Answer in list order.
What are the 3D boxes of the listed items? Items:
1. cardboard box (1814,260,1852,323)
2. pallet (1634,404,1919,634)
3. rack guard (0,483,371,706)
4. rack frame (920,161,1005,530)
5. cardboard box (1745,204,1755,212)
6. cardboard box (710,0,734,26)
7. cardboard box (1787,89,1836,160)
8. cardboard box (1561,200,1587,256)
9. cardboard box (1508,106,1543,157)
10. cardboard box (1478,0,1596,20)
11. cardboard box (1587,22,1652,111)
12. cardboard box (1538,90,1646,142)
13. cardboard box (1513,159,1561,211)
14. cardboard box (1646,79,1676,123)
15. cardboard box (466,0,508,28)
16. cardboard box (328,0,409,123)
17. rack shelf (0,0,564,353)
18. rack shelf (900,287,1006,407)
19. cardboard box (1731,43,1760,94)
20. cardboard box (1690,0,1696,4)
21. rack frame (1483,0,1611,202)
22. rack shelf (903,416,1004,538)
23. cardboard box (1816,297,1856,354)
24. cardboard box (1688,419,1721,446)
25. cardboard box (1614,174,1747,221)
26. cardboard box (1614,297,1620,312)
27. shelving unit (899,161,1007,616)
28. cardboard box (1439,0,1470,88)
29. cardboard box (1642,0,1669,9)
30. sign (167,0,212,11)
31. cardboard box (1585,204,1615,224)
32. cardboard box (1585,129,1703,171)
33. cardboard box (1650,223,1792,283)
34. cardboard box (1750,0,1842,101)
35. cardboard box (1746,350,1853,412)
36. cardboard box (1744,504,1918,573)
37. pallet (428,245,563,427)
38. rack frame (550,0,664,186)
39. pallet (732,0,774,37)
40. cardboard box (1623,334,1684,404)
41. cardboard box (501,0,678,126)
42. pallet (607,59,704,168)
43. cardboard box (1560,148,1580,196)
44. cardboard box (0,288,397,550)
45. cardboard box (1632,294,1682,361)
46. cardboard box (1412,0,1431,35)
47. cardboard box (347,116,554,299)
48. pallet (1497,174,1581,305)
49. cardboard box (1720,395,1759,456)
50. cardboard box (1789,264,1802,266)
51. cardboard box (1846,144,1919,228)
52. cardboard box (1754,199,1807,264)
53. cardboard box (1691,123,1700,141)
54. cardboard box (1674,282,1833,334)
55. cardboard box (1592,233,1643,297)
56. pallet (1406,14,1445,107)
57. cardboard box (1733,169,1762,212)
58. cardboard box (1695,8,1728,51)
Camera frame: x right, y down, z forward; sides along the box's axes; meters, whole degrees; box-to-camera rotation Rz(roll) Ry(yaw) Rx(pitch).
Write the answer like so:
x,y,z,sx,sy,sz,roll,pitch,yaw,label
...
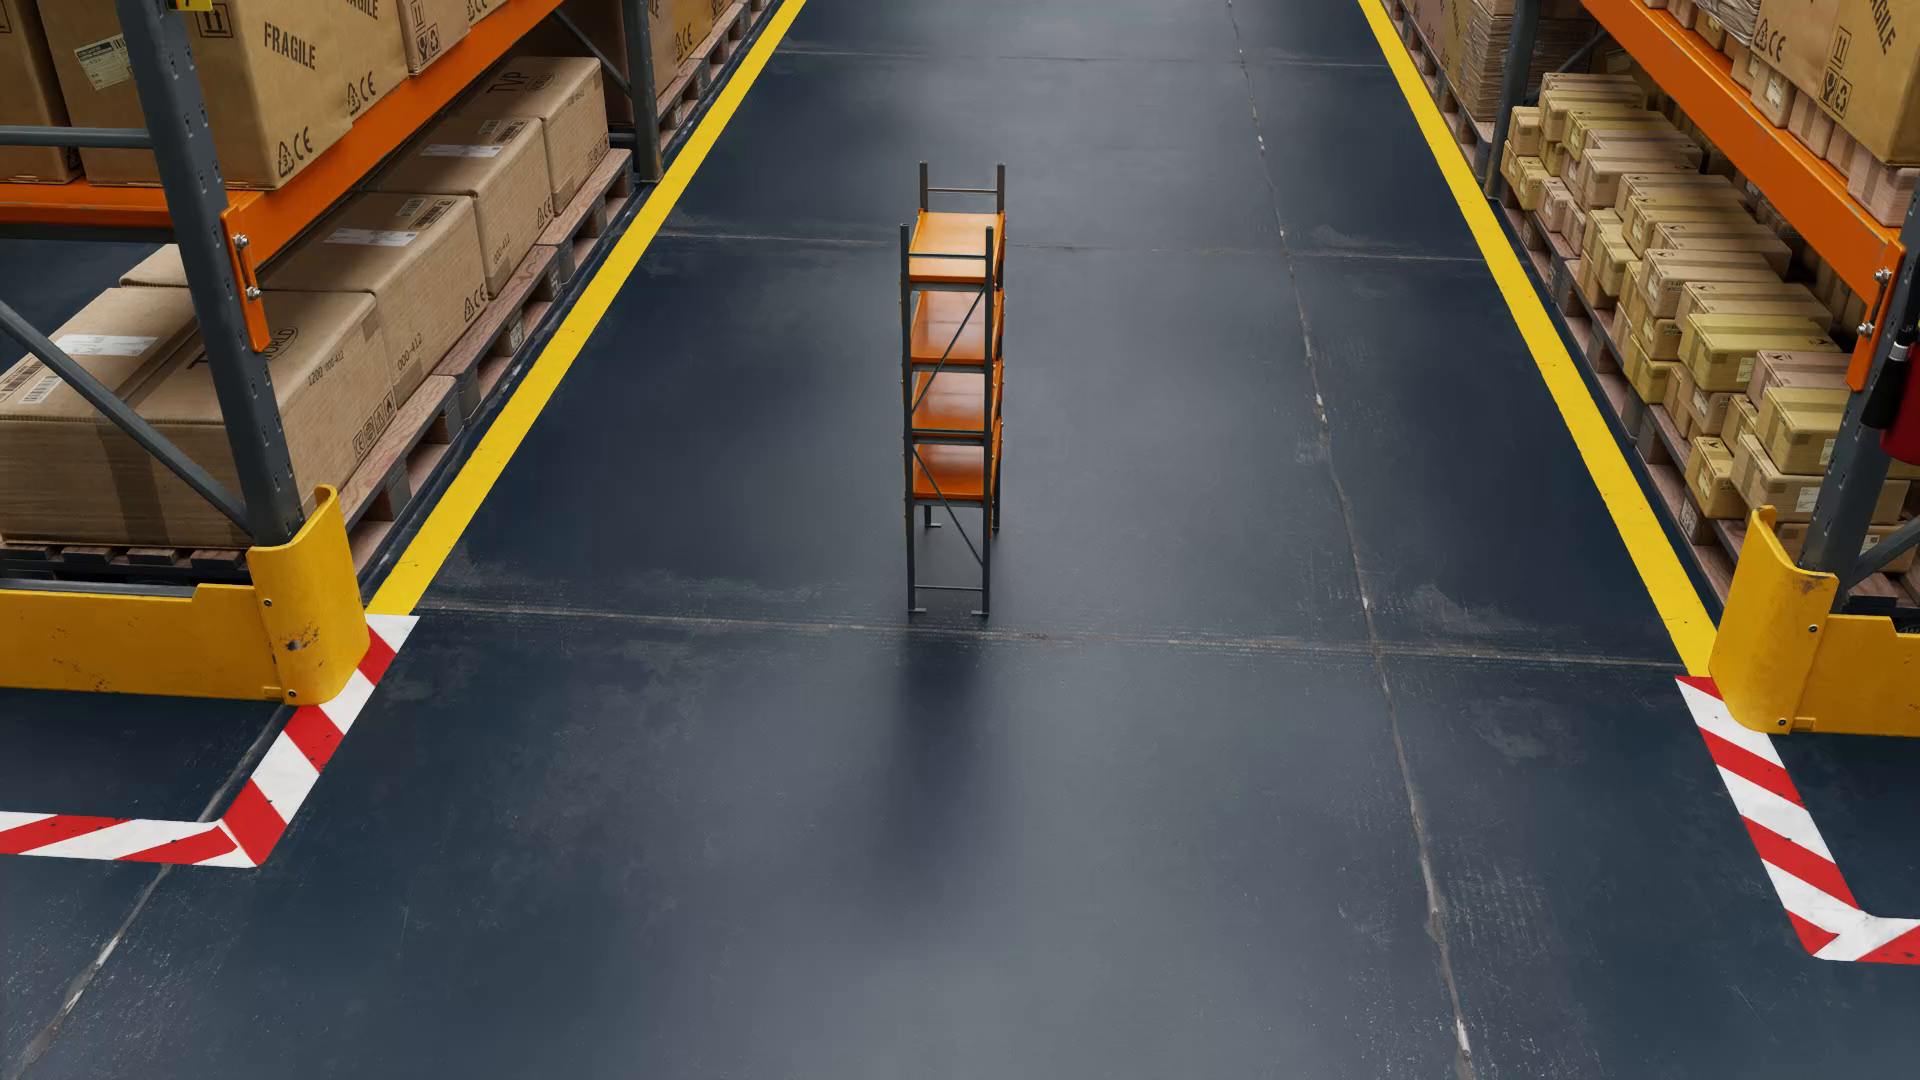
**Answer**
x,y,z,sx,sy,sz,roll,pitch,yaw,label
3.067,-0.823,5.476,0.380,0.149,0.250,4,32,6,cardboard box
2.773,-0.068,5.159,1.003,0.211,1.213,2,32,4,pallet
-2.278,0.126,4.568,1.175,0.500,0.348,2,32,4,rack guard
0.006,-0.552,5.002,0.240,1.200,0.015,2,32,4,rack frame
3.149,-1.253,6.457,0.380,0.149,0.250,3,32,5,cardboard box
-1.841,-3.584,9.831,0.875,0.875,0.875,3,32,5,cardboard box
2.473,-1.128,4.460,0.380,0.149,0.250,2,32,4,cardboard box
2.680,-1.266,6.762,0.380,0.149,0.250,2,32,3,cardboard box
2.643,-1.799,7.344,0.380,0.149,0.250,4,32,6,cardboard box
2.800,-2.718,8.068,0.500,0.250,0.500,2,32,3,cardboard box
3.316,-2.373,8.224,0.500,0.500,0.500,4,32,6,cardboard box
2.675,-1.789,7.044,0.380,0.149,0.250,4,32,6,cardboard box
2.619,-1.533,7.195,0.380,0.149,0.250,3,32,5,cardboard box
3.222,-1.905,7.231,0.380,0.149,0.250,3,32,5,cardboard box
-1.854,-2.025,5.582,0.500,0.500,0.500,3,32,6,cardboard box
-1.938,-1.497,4.725,0.500,0.500,0.500,2,32,3,cardboard box
-2.114,-1.690,5.819,1.077,0.370,4.000,2,32,4,rack shelf
-0.013,-0.557,4.713,0.258,0.148,0.480,2,32,4,rack shelf
2.522,-1.399,4.900,0.380,0.149,0.250,1,32,2,cardboard box
2.575,-2.002,5.260,0.500,0.500,0.500,4,32,6,cardboard box
2.991,-2.883,7.070,1.000,3.000,0.127,2,32,4,rack frame
-0.013,-0.198,4.934,0.258,0.148,0.480,2,32,4,rack shelf
3.030,-0.691,5.546,0.380,0.149,0.250,1,32,2,cardboard box
2.528,-0.314,5.218,0.380,0.149,0.250,2,32,4,cardboard box
2.663,-1.242,6.156,0.380,0.149,0.250,1,32,2,cardboard box
2.631,-0.851,6.089,0.380,0.149,0.250,3,32,5,cardboard box
-0.013,-0.424,4.795,0.258,1.200,0.503,2,32,4,shelving unit
2.842,-2.664,8.696,0.500,0.500,0.500,2,32,3,cardboard box
2.583,-1.952,5.797,0.380,0.149,0.250,4,32,6,cardboard box
-1.724,-1.326,3.642,0.100,0.325,0.005,2,32,4,sign
2.657,-1.250,6.453,0.380,0.149,0.250,4,32,6,cardboard box
2.705,-1.517,6.603,0.380,0.149,0.250,2,32,3,cardboard box
2.611,-0.976,5.725,0.380,0.149,0.250,1,32,2,cardboard box
2.493,-1.476,4.407,0.500,0.500,0.500,2,32,3,cardboard box
2.534,-0.427,4.833,0.380,0.149,0.250,3,32,5,cardboard box
2.500,-0.041,4.775,0.380,0.149,0.250,3,32,5,cardboard box
-2.187,-0.821,6.381,1.003,0.211,1.213,2,32,4,pallet
-1.951,-3.042,7.327,1.000,3.000,0.127,2,32,4,rack frame
-1.764,-3.537,10.789,1.003,0.211,1.213,2,32,4,pallet
2.493,-0.580,5.649,0.380,0.149,0.250,1,32,2,cardboard box
-1.980,-2.644,8.306,0.875,0.875,0.875,3,32,6,cardboard box
-1.963,-2.262,8.719,1.003,0.211,1.213,2,32,4,pallet
2.728,-1.534,6.914,0.380,0.149,0.250,2,32,4,cardboard box
-2.322,-0.388,5.062,0.875,0.438,0.875,1,32,2,cardboard box
2.494,-0.715,5.584,0.380,0.149,0.250,3,32,5,cardboard box
2.930,-3.199,9.564,0.500,0.500,0.500,2,32,3,cardboard box
-2.181,-1.338,6.604,0.875,0.438,0.875,2,32,3,cardboard box
2.972,-1.344,7.229,1.003,0.211,1.213,2,32,4,pallet
2.499,-0.306,4.921,0.380,0.149,0.250,2,32,3,cardboard box
3.043,-0.976,6.008,0.380,0.149,0.250,4,32,6,cardboard box
2.410,-0.867,4.038,0.380,0.149,0.250,2,32,4,cardboard box
3.059,-1.094,5.916,0.380,0.149,0.250,3,32,4,cardboard box
3.227,-1.639,6.800,0.380,0.149,0.250,2,32,4,cardboard box
2.512,-0.700,5.277,0.380,0.149,0.250,1,32,2,cardboard box
2.528,-0.993,6.036,0.380,0.149,0.250,3,32,4,cardboard box
3.150,-2.743,9.500,1.003,0.211,1.213,2,32,4,pallet
3.198,-1.361,6.349,0.380,0.149,0.250,1,32,2,cardboard box
2.608,-1.677,5.351,0.380,0.149,0.250,3,32,5,cardboard box
